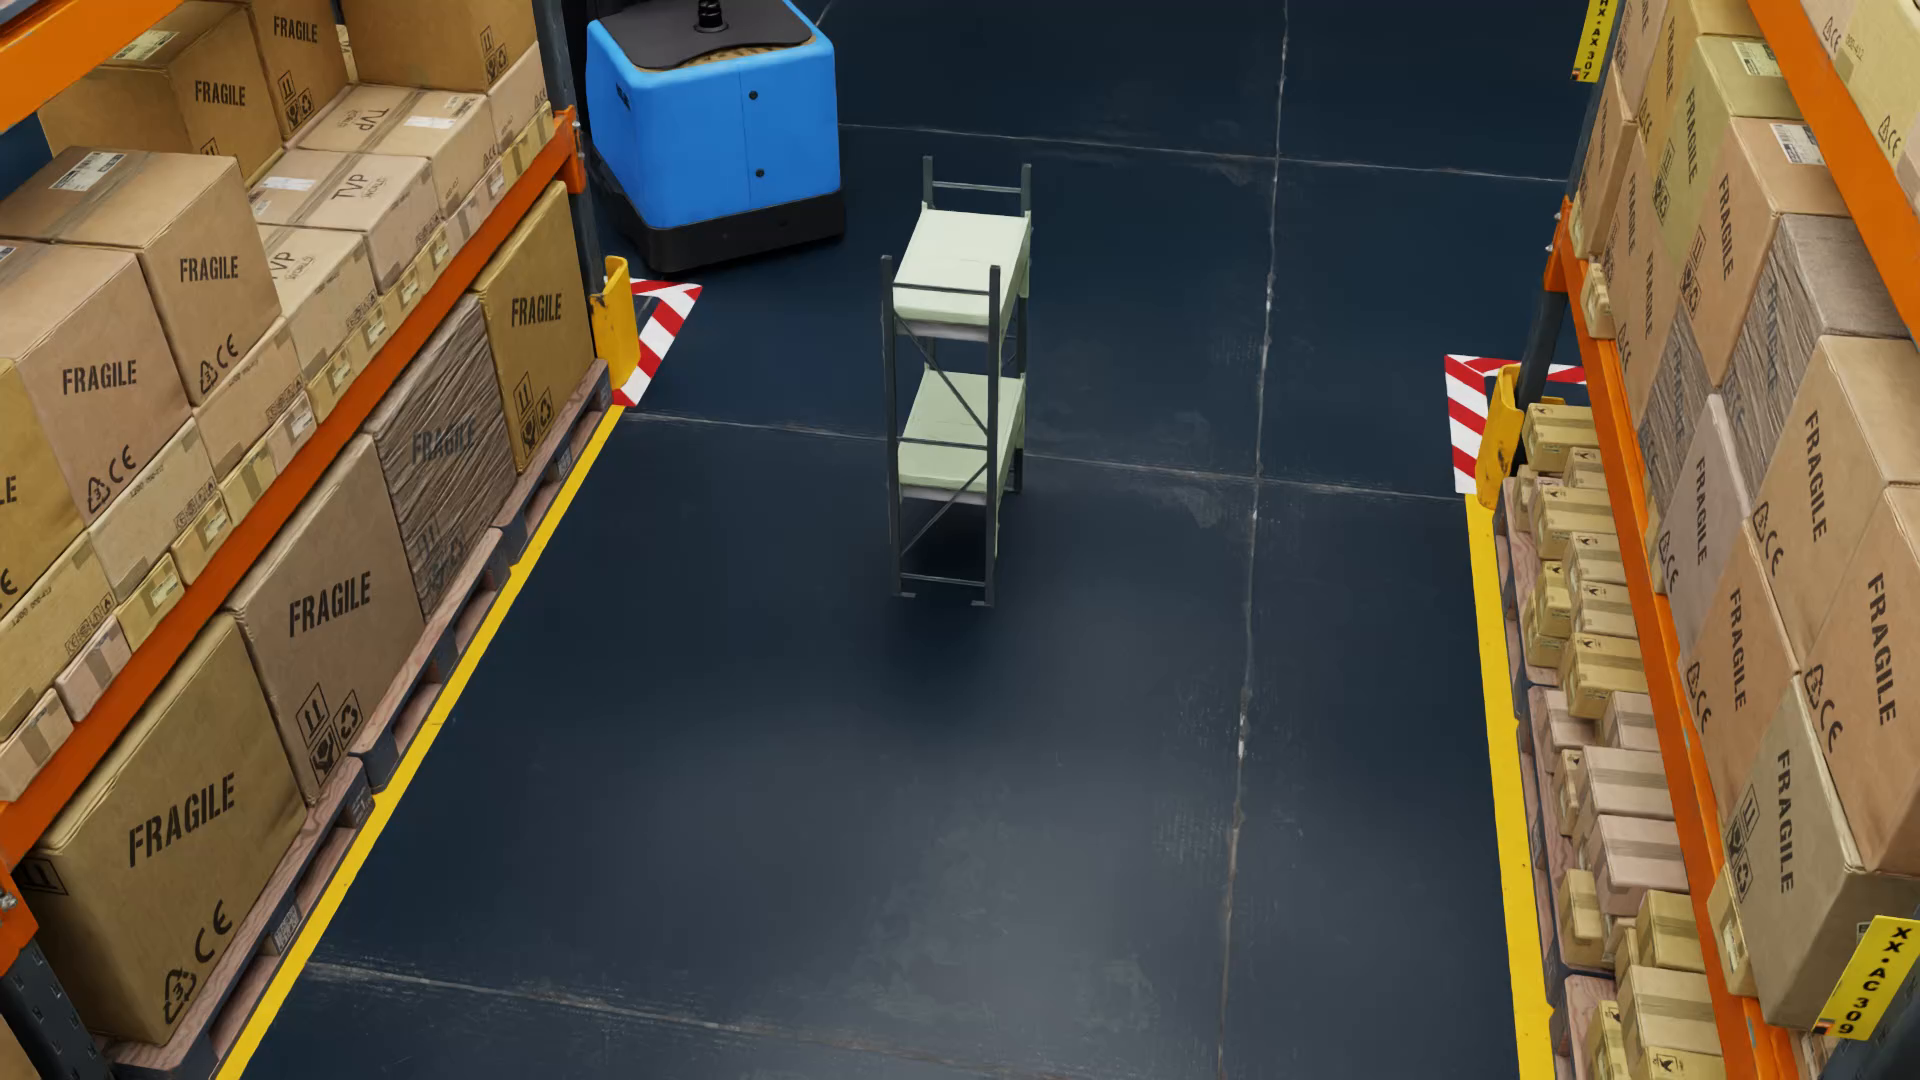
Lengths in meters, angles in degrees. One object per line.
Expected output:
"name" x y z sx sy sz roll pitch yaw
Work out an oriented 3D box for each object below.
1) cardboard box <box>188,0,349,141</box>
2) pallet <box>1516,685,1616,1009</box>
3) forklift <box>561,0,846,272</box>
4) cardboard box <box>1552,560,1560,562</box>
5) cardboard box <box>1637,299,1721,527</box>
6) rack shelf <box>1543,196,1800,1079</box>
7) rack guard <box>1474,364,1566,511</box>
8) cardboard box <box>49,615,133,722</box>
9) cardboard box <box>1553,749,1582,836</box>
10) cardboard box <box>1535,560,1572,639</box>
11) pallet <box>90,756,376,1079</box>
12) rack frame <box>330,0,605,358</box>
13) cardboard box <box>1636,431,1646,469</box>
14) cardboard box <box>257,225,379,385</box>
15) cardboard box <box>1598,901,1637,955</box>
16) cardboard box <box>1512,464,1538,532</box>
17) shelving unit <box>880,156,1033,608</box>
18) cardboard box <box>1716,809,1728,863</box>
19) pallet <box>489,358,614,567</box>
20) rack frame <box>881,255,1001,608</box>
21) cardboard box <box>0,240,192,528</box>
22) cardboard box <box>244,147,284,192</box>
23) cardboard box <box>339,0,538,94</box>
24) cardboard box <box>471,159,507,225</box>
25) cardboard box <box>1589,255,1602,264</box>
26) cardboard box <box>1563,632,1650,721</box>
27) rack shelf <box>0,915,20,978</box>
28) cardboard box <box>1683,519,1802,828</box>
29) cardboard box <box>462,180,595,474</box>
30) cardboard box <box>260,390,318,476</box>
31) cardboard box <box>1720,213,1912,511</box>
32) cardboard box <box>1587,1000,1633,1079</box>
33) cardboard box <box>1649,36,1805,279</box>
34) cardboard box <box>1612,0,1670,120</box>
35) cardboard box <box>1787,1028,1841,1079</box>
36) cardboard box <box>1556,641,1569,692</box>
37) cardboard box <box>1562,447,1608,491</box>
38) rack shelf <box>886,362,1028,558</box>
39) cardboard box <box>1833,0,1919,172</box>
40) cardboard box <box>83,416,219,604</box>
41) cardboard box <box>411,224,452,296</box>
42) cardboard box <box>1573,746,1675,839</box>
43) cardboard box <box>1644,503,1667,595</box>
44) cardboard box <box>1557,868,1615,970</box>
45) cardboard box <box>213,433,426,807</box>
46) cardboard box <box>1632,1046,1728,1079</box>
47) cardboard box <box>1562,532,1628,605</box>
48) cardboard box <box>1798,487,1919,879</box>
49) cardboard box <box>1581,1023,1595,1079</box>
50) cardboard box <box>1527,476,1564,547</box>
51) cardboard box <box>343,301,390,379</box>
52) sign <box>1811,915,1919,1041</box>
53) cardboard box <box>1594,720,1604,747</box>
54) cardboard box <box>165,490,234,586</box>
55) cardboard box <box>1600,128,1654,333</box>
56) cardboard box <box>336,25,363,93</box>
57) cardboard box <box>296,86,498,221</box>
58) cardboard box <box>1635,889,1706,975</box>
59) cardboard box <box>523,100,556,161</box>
"cardboard box" -2.529 -1.747 5.805 0.500 0.500 0.500 5 40 7
"pallet" 2.372 1.016 5.356 1.003 0.211 1.213 6 40 8
"forklift" -1.673 -3.392 8.553 1.130 2.935 3.031 -17 42 -19
"cardboard box" 2.367 0.184 6.081 0.380 0.149 0.250 7 40 8
"cardboard box" 2.177 -0.313 4.462 0.500 0.500 0.500 5 40 7
"rack shelf" 2.428 0.156 4.771 1.077 0.370 4.000 6 40 8
"rack guard" 2.761 -0.365 6.799 1.175 0.500 0.348 6 40 8
"cardboard box" -2.361 0.307 4.222 0.380 0.149 0.250 5 40 6
"cardboard box" 2.114 0.827 5.304 0.380 0.149 0.250 6 40 8
"cardboard box" 2.221 0.225 5.799 0.380 0.149 0.250 8 40 9
"pallet" -2.577 1.130 5.218 1.003 0.211 1.213 6 40 8
"rack frame" -2.093 -1.986 6.799 1.000 3.000 0.127 6 40 8
"cardboard box" 2.241 -0.288 4.941 0.380 0.149 0.250 6 40 7
"cardboard box" -2.178 -0.745 5.181 0.500 0.250 0.500 6 40 8
"cardboard box" 2.052 1.074 4.772 0.380 0.149 0.250 7 40 9
"cardboard box" 2.368 -0.146 6.480 0.380 0.149 0.250 7 40 9
"shelving unit" -0.001 -0.574 6.267 0.431 1.500 0.755 6 40 8
"cardboard box" 1.943 0.691 3.757 0.380 0.149 0.250 8 40 9
"pallet" -2.155 -0.401 7.070 1.003 0.211 1.213 6 40 8
"rack frame" -0.064 -0.344 5.989 0.400 1.500 0.023 6 40 8
"cardboard box" -2.358 -0.403 4.179 0.500 0.500 0.500 6 40 8
"cardboard box" -2.616 -1.130 5.647 0.500 0.250 0.500 5 40 6
"cardboard box" -1.919 -1.998 6.108 0.500 0.500 0.500 7 40 8
"cardboard box" -1.919 -1.308 6.176 0.380 0.149 0.250 6 40 8
"cardboard box" 2.392 -0.948 5.740 0.380 0.149 0.250 8 40 9
"cardboard box" 2.141 0.451 5.291 0.380 0.149 0.250 7 40 8
"rack shelf" -3.132 2.056 2.473 1.077 0.370 4.000 6 40 8
"cardboard box" 1.978 0.321 3.696 0.500 0.500 0.500 5 40 6
"cardboard box" -2.125 -0.919 6.845 0.875 0.875 0.875 6 40 8
"cardboard box" -2.183 -0.342 5.006 0.380 0.149 0.250 7 40 8
"cardboard box" 2.084 -0.374 3.751 0.500 0.500 0.500 7 40 9
"cardboard box" 1.887 1.382 4.398 0.380 0.149 0.250 5 40 6
"cardboard box" 2.242 -1.021 4.534 0.500 0.500 0.500 6 40 7
"cardboard box" 2.435 -1.662 5.310 0.500 0.500 0.500 6 40 7
"cardboard box" 1.901 1.026 3.352 0.380 0.149 0.250 6 40 7
"cardboard box" 2.265 0.503 5.695 0.380 0.149 0.250 6 40 8
"cardboard box" 2.420 -0.191 6.068 0.380 0.149 0.250 7 40 8
"rack shelf" -0.001 -0.323 6.475 0.431 0.370 0.720 6 40 8
"cardboard box" 2.086 -0.933 3.288 0.500 0.250 0.500 6 40 7
"cardboard box" -2.355 -0.111 4.414 0.500 0.250 0.500 6 40 7
"cardboard box" -2.006 -0.989 5.789 0.380 0.149 0.250 6 40 7
"cardboard box" 2.041 0.763 4.914 0.380 0.149 0.250 5 40 6
"cardboard box" 2.101 0.037 4.549 0.380 0.149 0.250 7 40 9
"cardboard box" 1.993 1.138 4.927 0.380 0.149 0.250 6 40 8
"cardboard box" -2.437 0.211 5.479 0.875 0.875 0.875 6 40 8
"cardboard box" 1.892 1.425 4.113 0.380 0.149 0.250 7 40 8
"cardboard box" 2.289 0.118 5.694 0.380 0.149 0.250 5 40 5
"cardboard box" 1.897 0.271 2.972 0.500 0.500 0.500 5 40 6
"cardboard box" 1.924 1.461 4.537 0.380 0.149 0.250 5 40 6
"cardboard box" 2.328 -0.088 6.176 0.380 0.149 0.250 6 40 7
"cardboard box" -2.096 -0.671 5.404 0.380 0.149 0.250 7 40 9
"sign" 1.546 0.746 2.815 0.100 0.325 0.005 6 40 8
"cardboard box" 2.263 0.576 5.373 0.380 0.149 0.250 8 40 10
"cardboard box" -2.273 -0.024 4.622 0.380 0.149 0.250 5 40 6
"cardboard box" 2.357 -0.939 5.220 0.500 0.500 0.500 6 40 8
"cardboard box" -2.442 -1.772 6.423 0.500 0.250 0.500 5 40 6
"cardboard box" -2.004 -1.392 5.963 0.500 0.250 0.500 6 40 7
"cardboard box" 2.050 1.114 4.490 0.380 0.149 0.250 8 40 9
"cardboard box" -1.831 -1.630 6.564 0.380 0.149 0.250 7 40 9
